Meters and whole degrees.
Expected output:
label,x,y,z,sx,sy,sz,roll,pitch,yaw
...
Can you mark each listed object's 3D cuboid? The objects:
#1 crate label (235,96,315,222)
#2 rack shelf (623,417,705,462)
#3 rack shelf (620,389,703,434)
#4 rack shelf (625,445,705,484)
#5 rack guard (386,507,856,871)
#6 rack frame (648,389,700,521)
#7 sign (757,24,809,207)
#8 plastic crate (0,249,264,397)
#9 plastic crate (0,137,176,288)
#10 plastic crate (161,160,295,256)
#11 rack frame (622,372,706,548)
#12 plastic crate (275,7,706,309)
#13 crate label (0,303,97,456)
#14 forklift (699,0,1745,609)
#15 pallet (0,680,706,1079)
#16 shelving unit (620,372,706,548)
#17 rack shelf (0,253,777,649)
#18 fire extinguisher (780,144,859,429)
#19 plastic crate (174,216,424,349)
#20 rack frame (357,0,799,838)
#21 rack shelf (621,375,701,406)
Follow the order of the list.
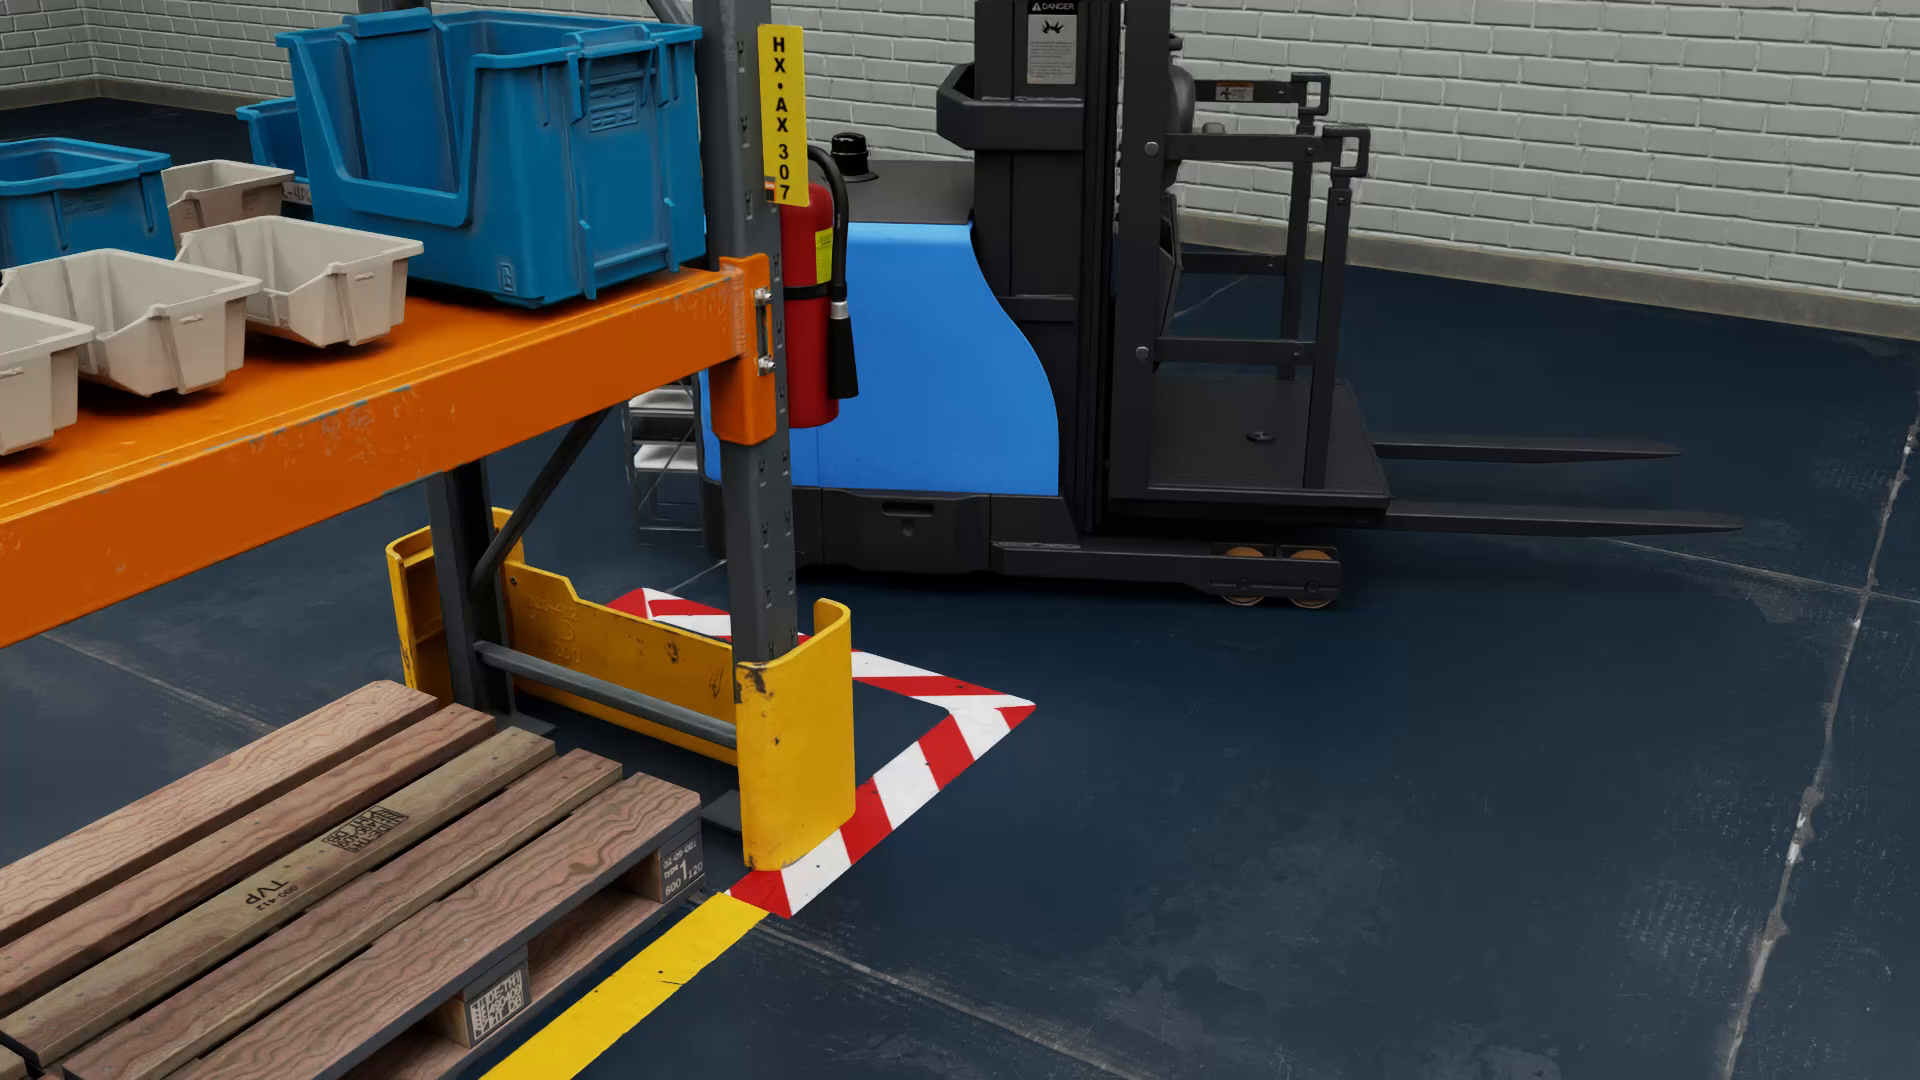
label,x,y,z,sx,sy,sz,roll,pitch,yaw
crate label,-1.213,-0.756,3.356,0.416,0.233,0.303,14,27,29
rack shelf,-0.891,-0.319,5.163,0.258,0.077,0.200,2,23,5
rack shelf,-0.891,-0.401,5.127,0.258,0.077,0.200,2,23,5
rack shelf,-0.891,-0.236,5.199,0.258,0.077,0.200,2,23,5
rack guard,-0.801,0.317,3.889,1.175,0.500,0.348,14,27,29
rack frame,-0.881,-0.472,5.207,0.240,0.900,0.006,2,23,5
sign,-0.327,-0.785,3.082,0.100,0.325,0.005,14,27,29
plastic crate,-1.244,-0.318,2.466,0.396,0.136,0.243,14,27,29
plastic crate,-1.560,-0.534,2.843,0.416,0.233,0.300,14,27,29
plastic crate,-1.452,-0.621,3.165,0.250,0.136,0.298,14,27,29
rack frame,-0.901,-0.392,5.021,0.240,0.900,0.006,2,23,5
plastic crate,-0.821,-0.711,2.997,0.616,0.435,0.499,14,27,29
crate label,-1.370,-0.219,2.237,0.396,0.136,0.243,14,27,29
forklift,0.782,-1.369,4.723,3.031,2.935,1.130,2,24,5
pallet,-1.271,0.730,3.297,1.003,0.211,1.213,14,27,29
shelving unit,-0.891,-0.432,5.114,0.258,0.900,0.210,2,23,5
rack shelf,-1.858,0.186,1.951,1.077,0.370,4.000,14,27,29
fire extinguisher,-0.337,-0.569,3.355,0.296,0.674,0.183,14,27,29
plastic crate,-1.079,-0.413,2.685,0.396,0.136,0.243,14,27,29
rack frame,-0.803,-0.820,3.368,1.000,3.000,0.127,14,27,29
rack shelf,-0.891,-0.484,5.092,0.258,0.077,0.200,2,23,5
